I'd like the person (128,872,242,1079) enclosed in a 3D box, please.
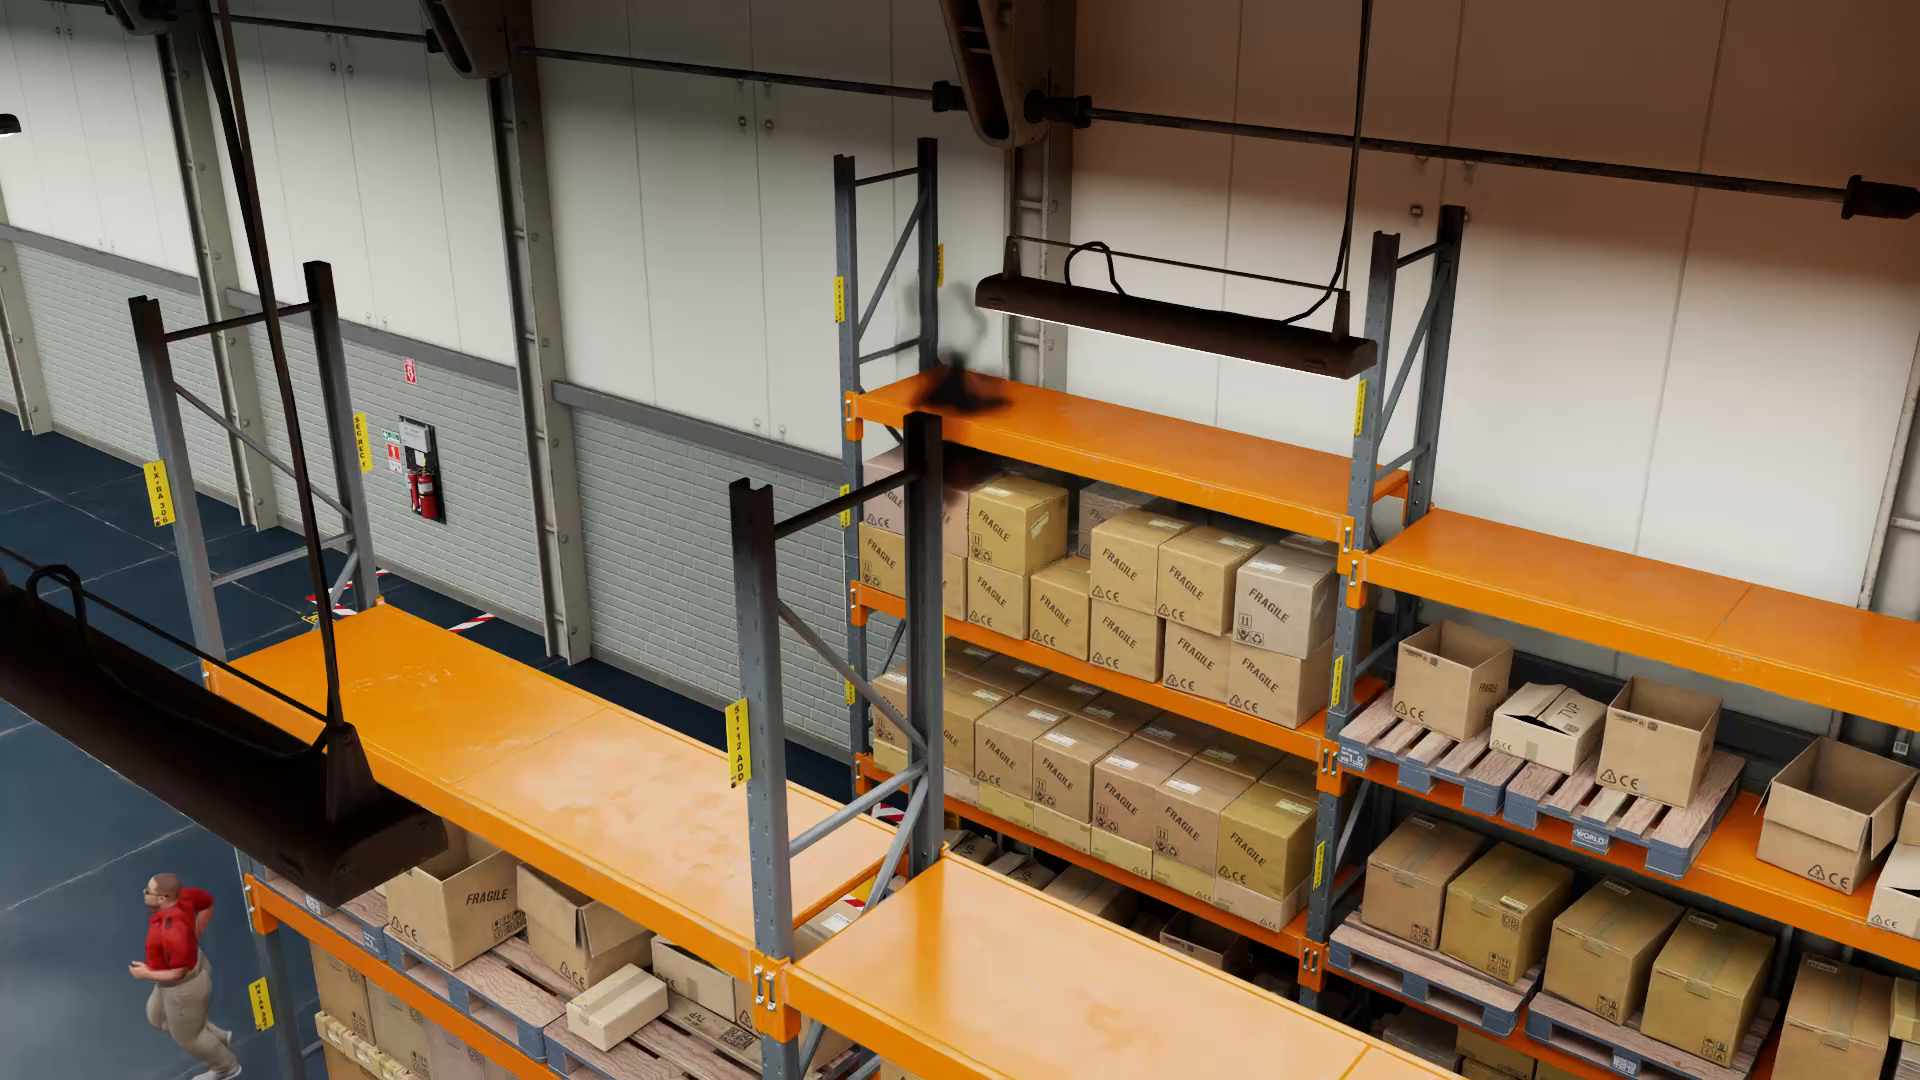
[{"bbox_3d":[-5.077,2.890,10.831,0.548,1.717,0.658,-9,24,-20],"label":"person"}]
